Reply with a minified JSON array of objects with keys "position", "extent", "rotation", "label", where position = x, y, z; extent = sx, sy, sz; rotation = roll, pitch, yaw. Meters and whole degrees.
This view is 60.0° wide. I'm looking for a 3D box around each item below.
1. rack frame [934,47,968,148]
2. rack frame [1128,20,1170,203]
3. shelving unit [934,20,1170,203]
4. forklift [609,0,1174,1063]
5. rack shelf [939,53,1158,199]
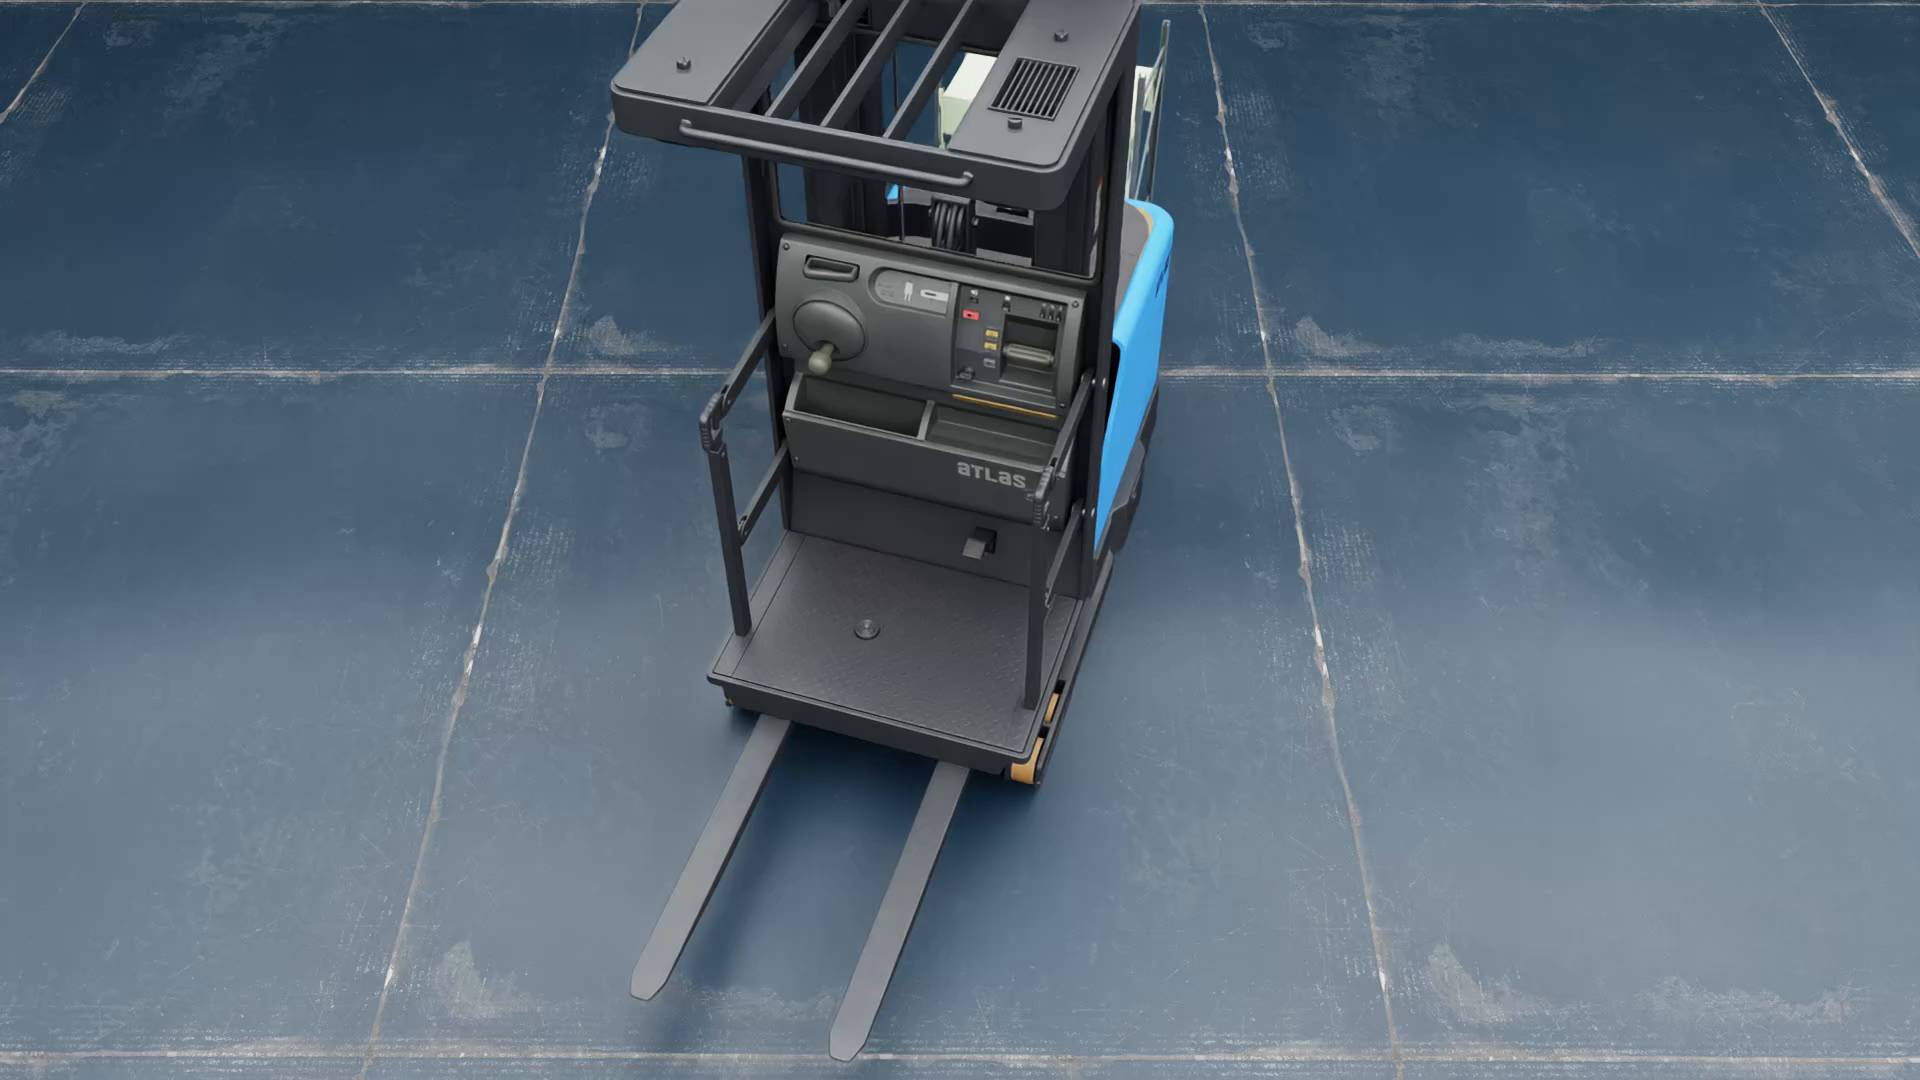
[{"position":[-0.020,-1.365,6.495],"extent":[0.023,1.500,0.400],"rotation":[13,48,12],"label":"rack frame"},{"position":[0.677,-1.201,6.342],"extent":[0.023,1.500,0.400],"rotation":[13,48,12],"label":"rack frame"},{"position":[0.329,-1.283,6.418],"extent":[0.755,1.500,0.431],"rotation":[13,48,12],"label":"shelving unit"},{"position":[-0.163,-0.530,4.741],"extent":[1.130,2.935,3.031],"rotation":[13,48,12],"label":"forklift"},{"position":[0.329,-1.550,6.134],"extent":[0.720,0.370,0.431],"rotation":[13,48,12],"label":"rack shelf"}]
